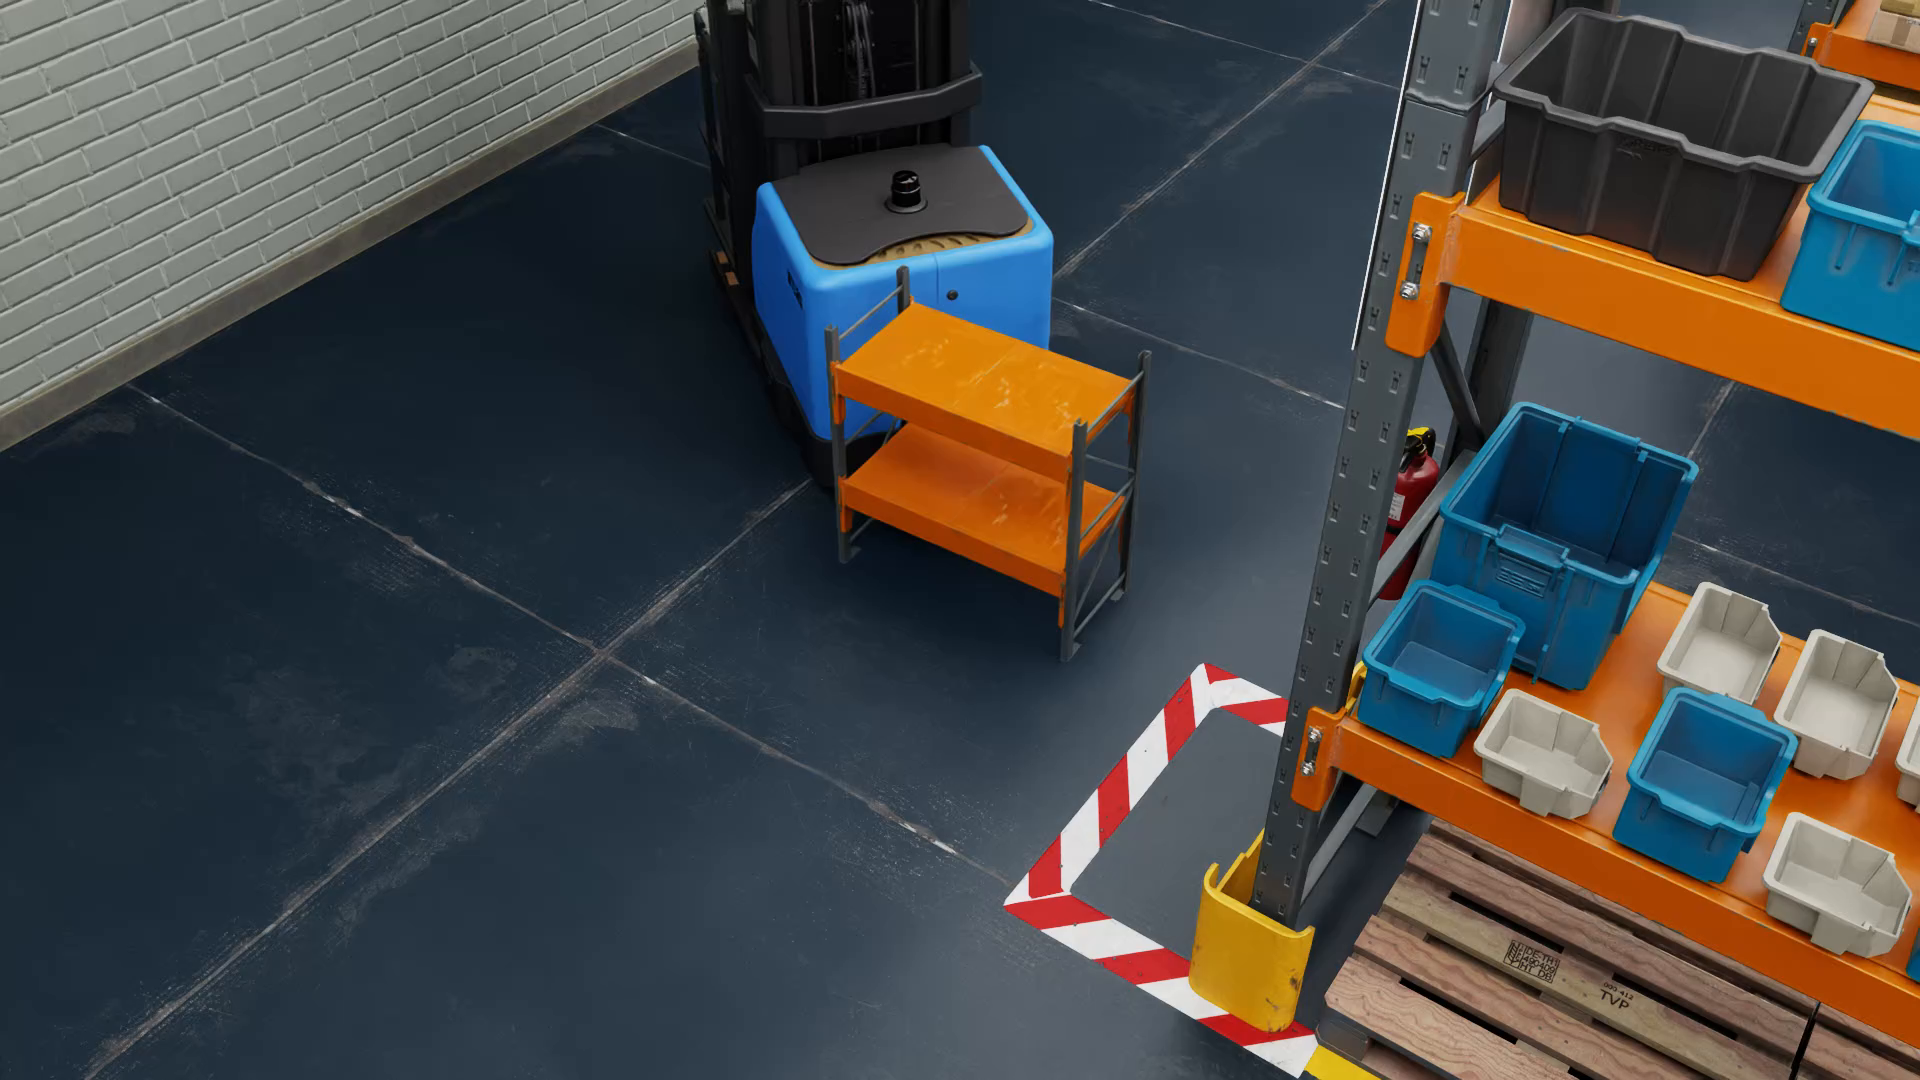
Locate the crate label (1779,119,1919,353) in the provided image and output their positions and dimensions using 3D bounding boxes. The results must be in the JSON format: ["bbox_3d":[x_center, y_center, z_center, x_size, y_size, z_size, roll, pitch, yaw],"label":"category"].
[{"bbox_3d":[1.763,-0.512,2.934,0.502,0.251,0.408,25,48,25],"label":"crate label"}]

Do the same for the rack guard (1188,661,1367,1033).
[{"bbox_3d":[1.166,0.950,5.313,0.348,0.500,1.175,25,48,25],"label":"rack guard"}]

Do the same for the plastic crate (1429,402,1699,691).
[{"bbox_3d":[1.574,0.012,4.416,0.499,0.435,0.616,25,48,25],"label":"plastic crate"}]

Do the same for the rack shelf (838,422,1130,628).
[{"bbox_3d":[0.093,-0.101,6.386,1.000,0.278,0.538,23,47,24],"label":"rack shelf"}]

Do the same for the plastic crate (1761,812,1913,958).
[{"bbox_3d":[1.976,0.799,3.760,0.298,0.136,0.250,25,48,25],"label":"plastic crate"}]

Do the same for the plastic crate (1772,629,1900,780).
[{"bbox_3d":[2.193,0.429,4.174,0.243,0.136,0.396,25,48,25],"label":"plastic crate"}]

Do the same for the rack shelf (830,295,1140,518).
[{"bbox_3d":[0.093,-0.501,6.028,1.000,0.278,0.538,23,47,24],"label":"rack shelf"}]

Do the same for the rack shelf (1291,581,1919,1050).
[{"bbox_3d":[2.830,1.055,3.861,4.000,0.370,1.077,25,48,25],"label":"rack shelf"}]

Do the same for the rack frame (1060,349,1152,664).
[{"bbox_3d":[0.522,-0.101,6.019,0.032,1.125,0.500,23,47,24],"label":"rack frame"}]

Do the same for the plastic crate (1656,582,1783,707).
[{"bbox_3d":[1.964,0.310,4.306,0.243,0.136,0.396,25,48,25],"label":"plastic crate"}]

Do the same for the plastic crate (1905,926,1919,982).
[{"bbox_3d":[2.284,0.839,3.643,0.300,0.233,0.416,25,48,25],"label":"plastic crate"}]

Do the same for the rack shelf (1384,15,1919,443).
[{"bbox_3d":[2.830,-0.063,2.861,4.000,0.370,1.077,25,48,25],"label":"rack shelf"}]

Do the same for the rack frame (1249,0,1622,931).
[{"bbox_3d":[1.193,0.021,4.477,0.127,3.000,1.000,25,48,25],"label":"rack frame"}]

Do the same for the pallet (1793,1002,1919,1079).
[{"bbox_3d":[2.840,1.865,4.508,1.213,0.211,1.003,25,48,25],"label":"pallet"}]

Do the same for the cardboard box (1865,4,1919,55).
[{"bbox_3d":[4.138,-2.273,7.230,0.250,0.149,0.380,26,48,26],"label":"cardboard box"}]

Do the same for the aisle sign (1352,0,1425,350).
[{"bbox_3d":[0.963,-0.813,3.460,0.004,0.787,0.394,25,48,25],"label":"aisle sign"}]

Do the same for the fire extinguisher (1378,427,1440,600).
[{"bbox_3d":[1.330,-0.117,4.969,0.183,0.674,0.296,25,48,25],"label":"fire extinguisher"}]

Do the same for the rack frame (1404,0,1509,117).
[{"bbox_3d":[1.193,-2.215,2.477,0.127,3.000,1.000,25,48,25],"label":"rack frame"}]

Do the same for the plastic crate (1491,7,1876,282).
[{"bbox_3d":[1.348,-0.749,3.186,0.590,0.269,0.497,25,48,25],"label":"plastic crate"}]

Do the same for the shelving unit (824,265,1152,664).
[{"bbox_3d":[0.093,-0.283,6.223,1.048,1.125,0.538,23,47,24],"label":"shelving unit"}]

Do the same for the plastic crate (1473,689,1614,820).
[{"bbox_3d":[1.421,0.539,4.051,0.298,0.136,0.250,25,48,25],"label":"plastic crate"}]

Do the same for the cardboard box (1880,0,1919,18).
[{"bbox_3d":[4.275,-2.407,7.080,0.500,0.250,0.500,24,47,24],"label":"cardboard box"}]

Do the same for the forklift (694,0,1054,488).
[{"bbox_3d":[-0.583,-2.302,7.125,1.130,2.935,3.031,-13,43,-14],"label":"forklift"}]

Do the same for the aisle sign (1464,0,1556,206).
[{"bbox_3d":[1.302,-1.135,3.820,0.004,0.787,0.394,25,48,25],"label":"aisle sign"}]

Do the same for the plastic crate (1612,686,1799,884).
[{"bbox_3d":[1.745,0.587,3.925,0.300,0.233,0.416,25,48,25],"label":"plastic crate"}]

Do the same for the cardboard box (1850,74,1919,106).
[{"bbox_3d":[4.607,-1.846,7.842,0.875,0.875,0.875,25,48,25],"label":"cardboard box"}]

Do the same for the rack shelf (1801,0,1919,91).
[{"bbox_3d":[5.674,-1.649,6.883,4.000,0.370,1.077,25,48,25],"label":"rack shelf"}]

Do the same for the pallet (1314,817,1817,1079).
[{"bbox_3d":[1.846,1.397,5.030,1.213,0.211,1.003,25,48,25],"label":"pallet"}]

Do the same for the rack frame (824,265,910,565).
[{"bbox_3d":[-0.336,-0.465,6.426,0.032,1.125,0.500,23,47,24],"label":"rack frame"}]

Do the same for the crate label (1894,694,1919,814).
[{"bbox_3d":[2.435,0.522,4.069,0.243,0.136,0.396,25,48,25],"label":"crate label"}]

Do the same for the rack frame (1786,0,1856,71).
[{"bbox_3d":[4.037,-2.683,7.499,0.127,3.000,1.000,25,48,25],"label":"rack frame"}]

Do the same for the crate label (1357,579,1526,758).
[{"bbox_3d":[1.206,0.335,4.206,0.303,0.233,0.416,25,48,25],"label":"crate label"}]
